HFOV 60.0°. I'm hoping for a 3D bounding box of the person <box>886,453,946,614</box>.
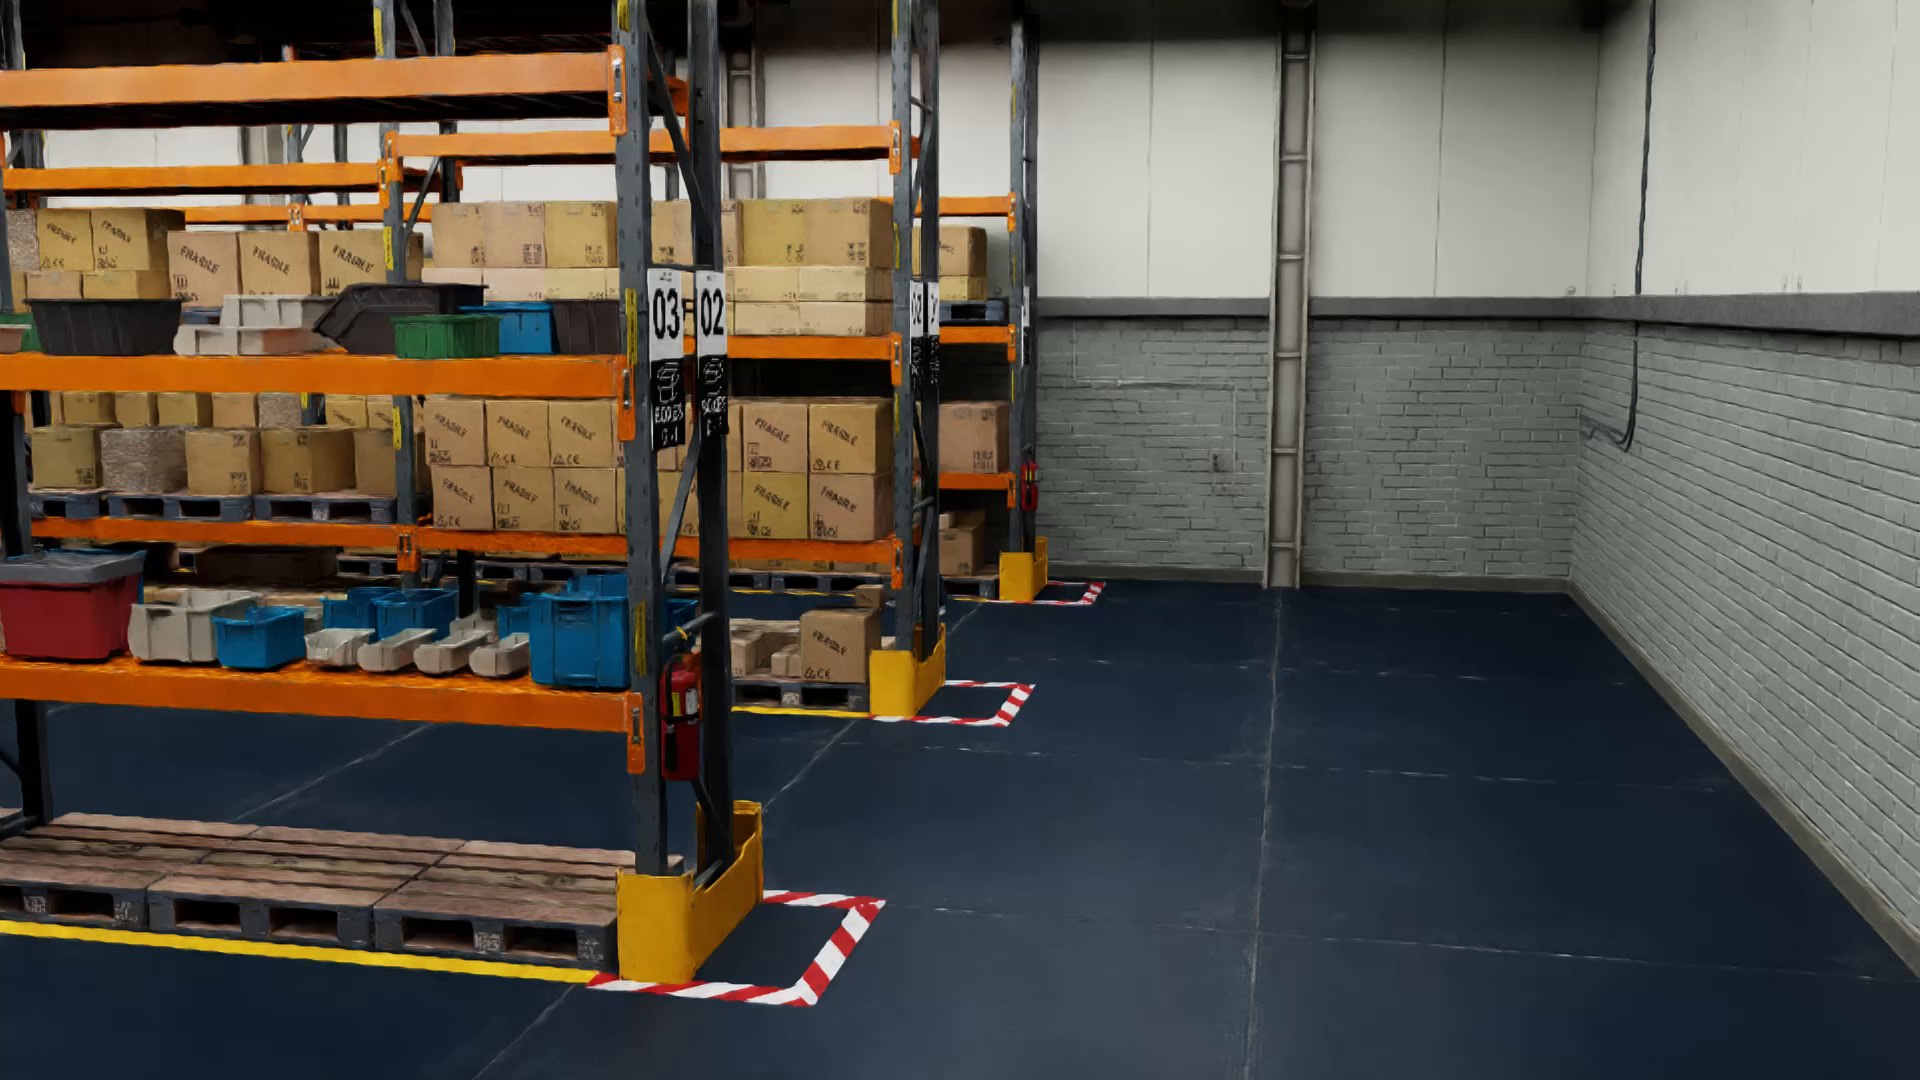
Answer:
[{"bbox_3d":[-0.445,-0.066,16.275,0.635,1.587,0.429,1,8,7],"label":"person"}]
